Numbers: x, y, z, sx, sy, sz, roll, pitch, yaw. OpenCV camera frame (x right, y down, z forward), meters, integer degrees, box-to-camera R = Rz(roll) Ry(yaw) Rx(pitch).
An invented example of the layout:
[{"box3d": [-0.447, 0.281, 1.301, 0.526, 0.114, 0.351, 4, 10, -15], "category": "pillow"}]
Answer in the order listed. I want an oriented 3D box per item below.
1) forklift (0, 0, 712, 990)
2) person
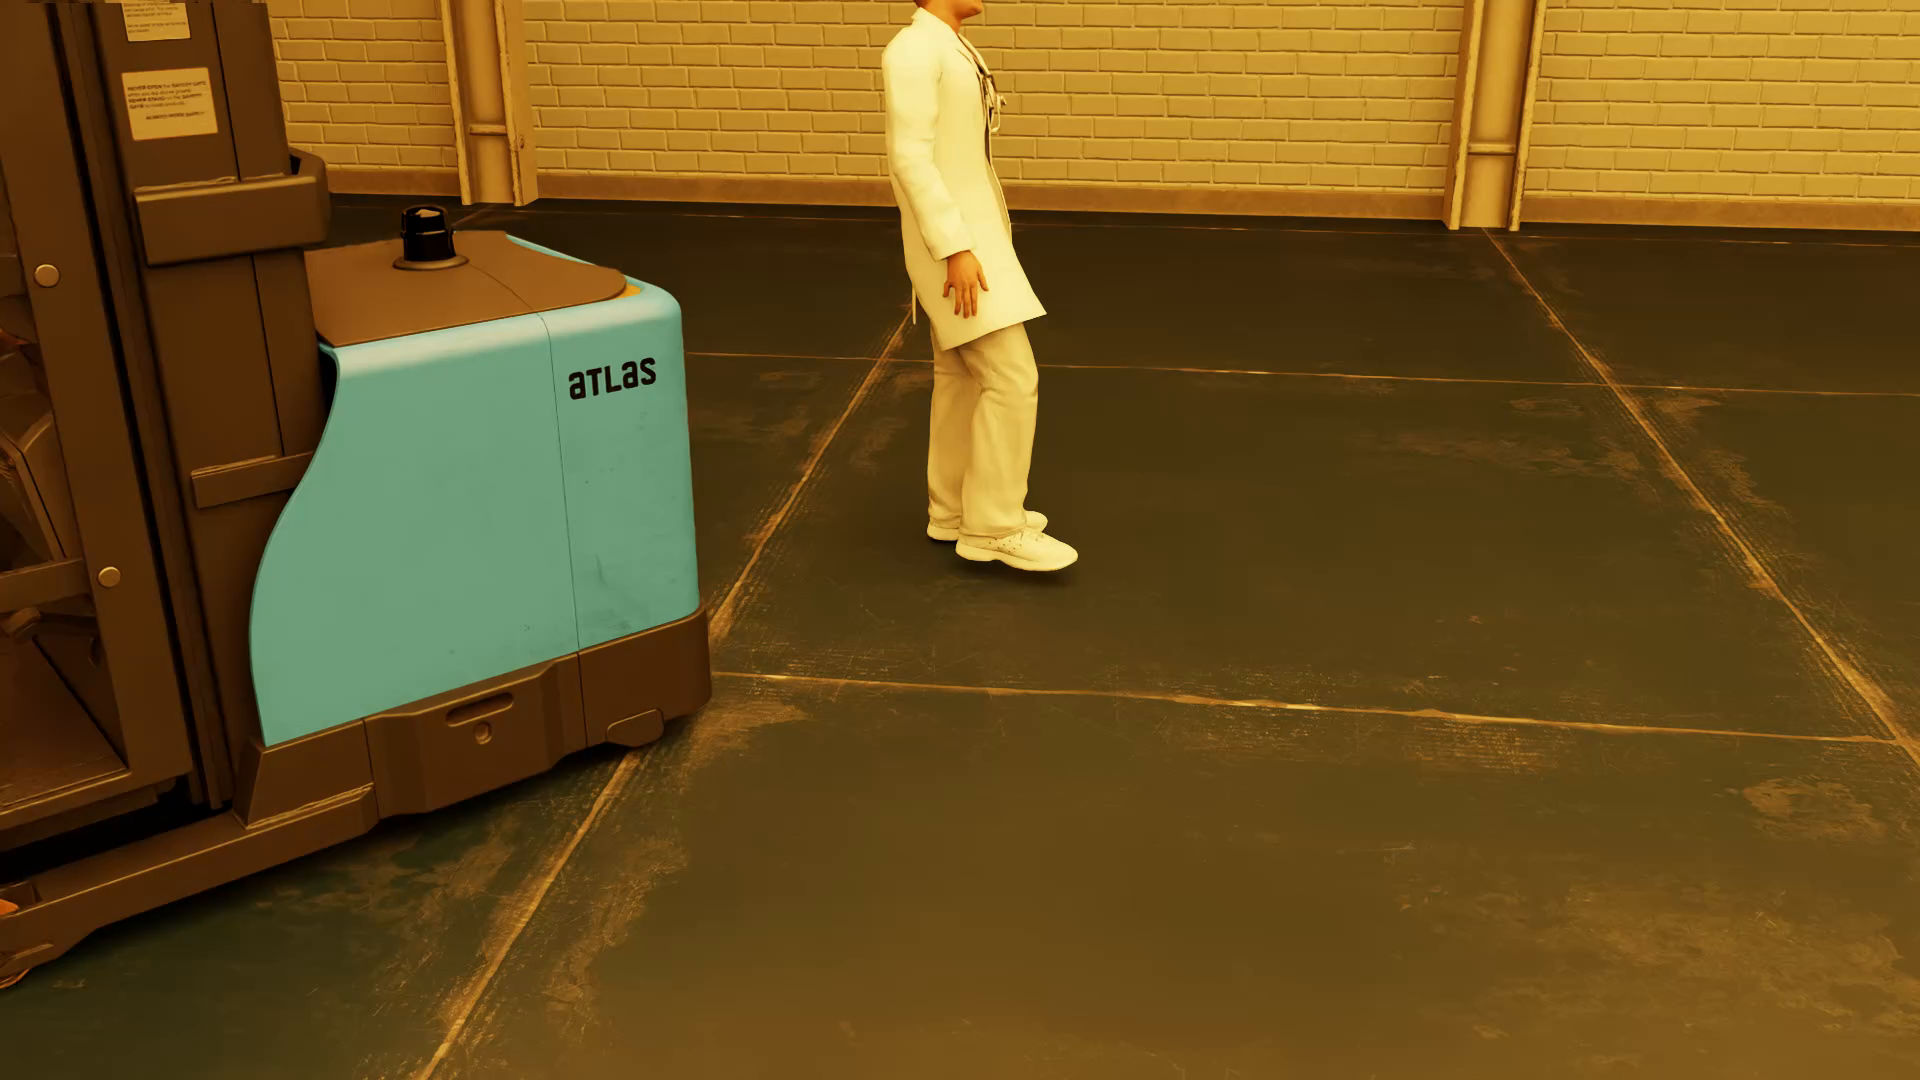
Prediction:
[{"box3d": [-2.060, -0.695, 2.979, 3.031, 2.935, 1.130, -17, 28, -36], "category": "forklift"}, {"box3d": [0.090, -0.826, 4.828, 0.581, 1.777, 0.698, 3, 22, 7], "category": "person"}]
